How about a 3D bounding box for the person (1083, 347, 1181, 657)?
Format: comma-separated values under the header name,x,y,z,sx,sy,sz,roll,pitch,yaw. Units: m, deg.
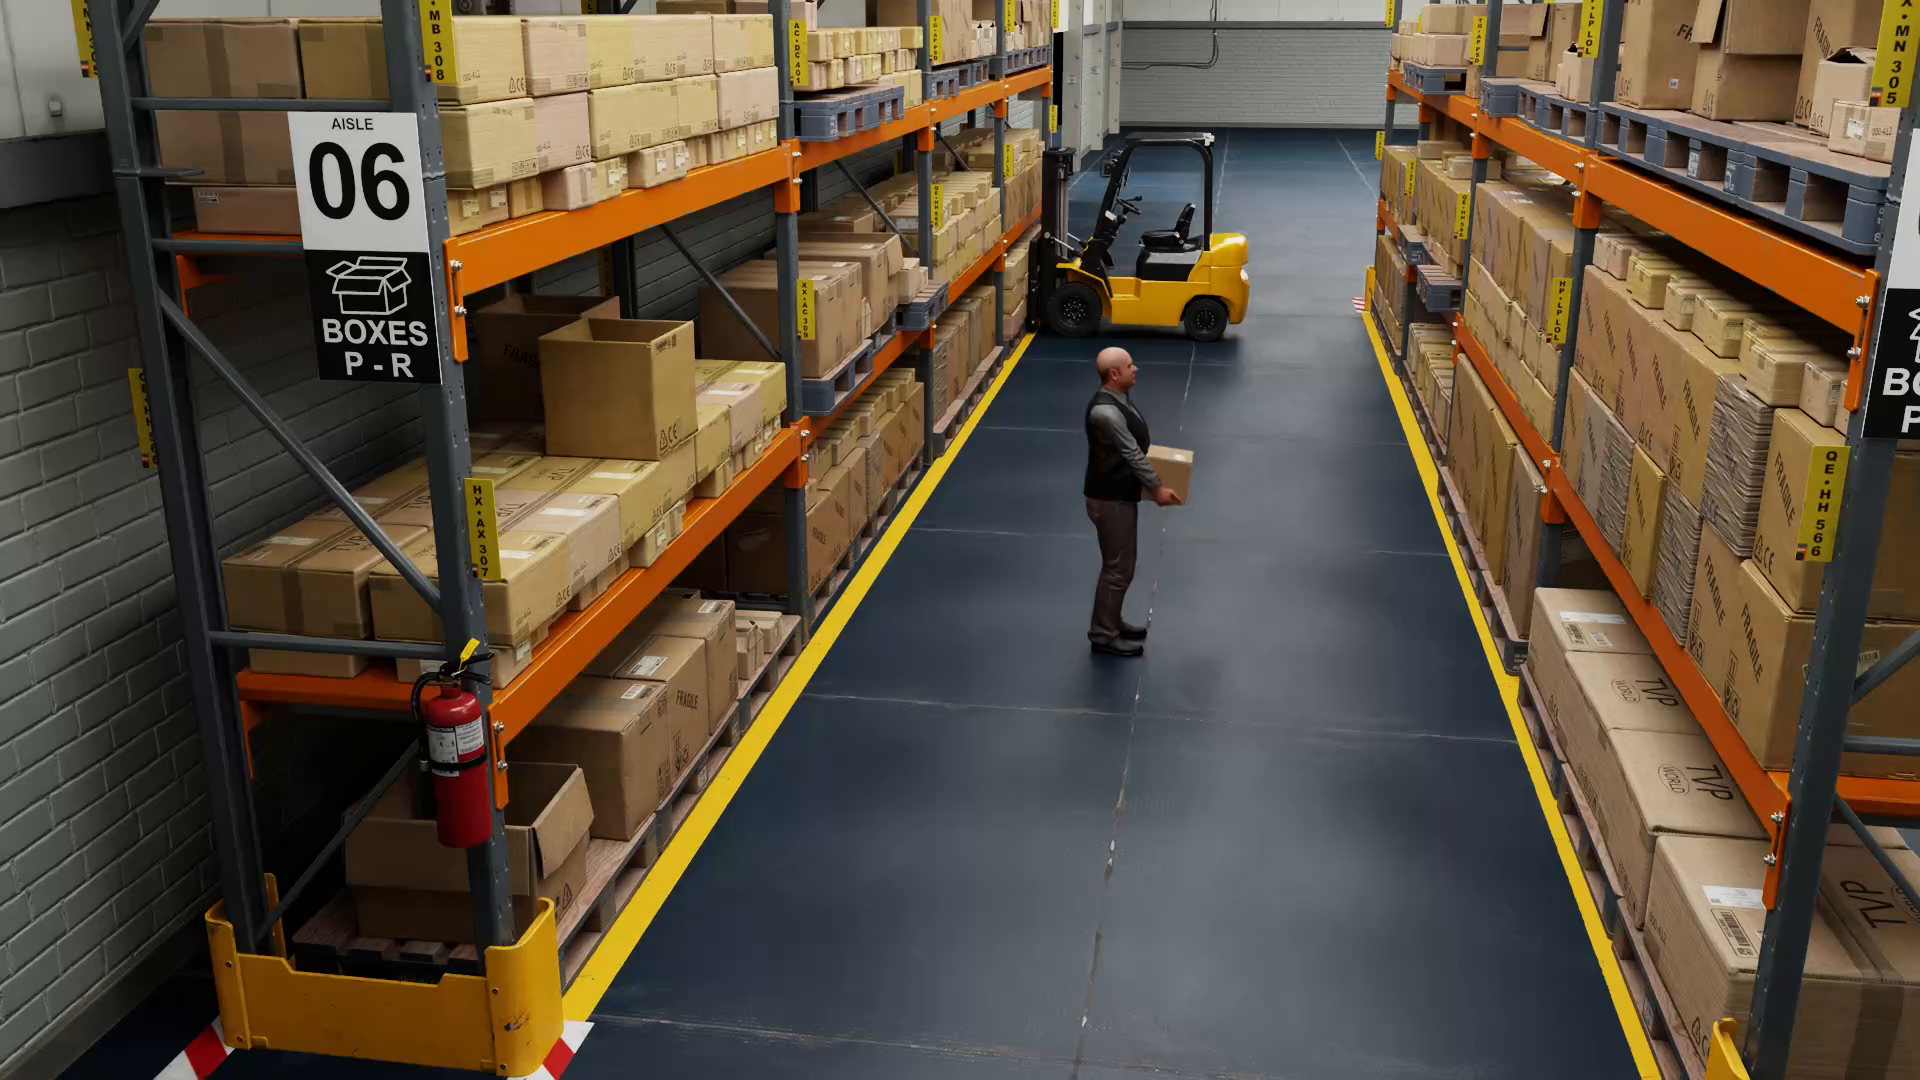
name,x,y,z,sx,sy,sz,roll,pitch,yaw
person,0.967,-0.223,9.302,0.546,1.717,0.495,3,18,9
